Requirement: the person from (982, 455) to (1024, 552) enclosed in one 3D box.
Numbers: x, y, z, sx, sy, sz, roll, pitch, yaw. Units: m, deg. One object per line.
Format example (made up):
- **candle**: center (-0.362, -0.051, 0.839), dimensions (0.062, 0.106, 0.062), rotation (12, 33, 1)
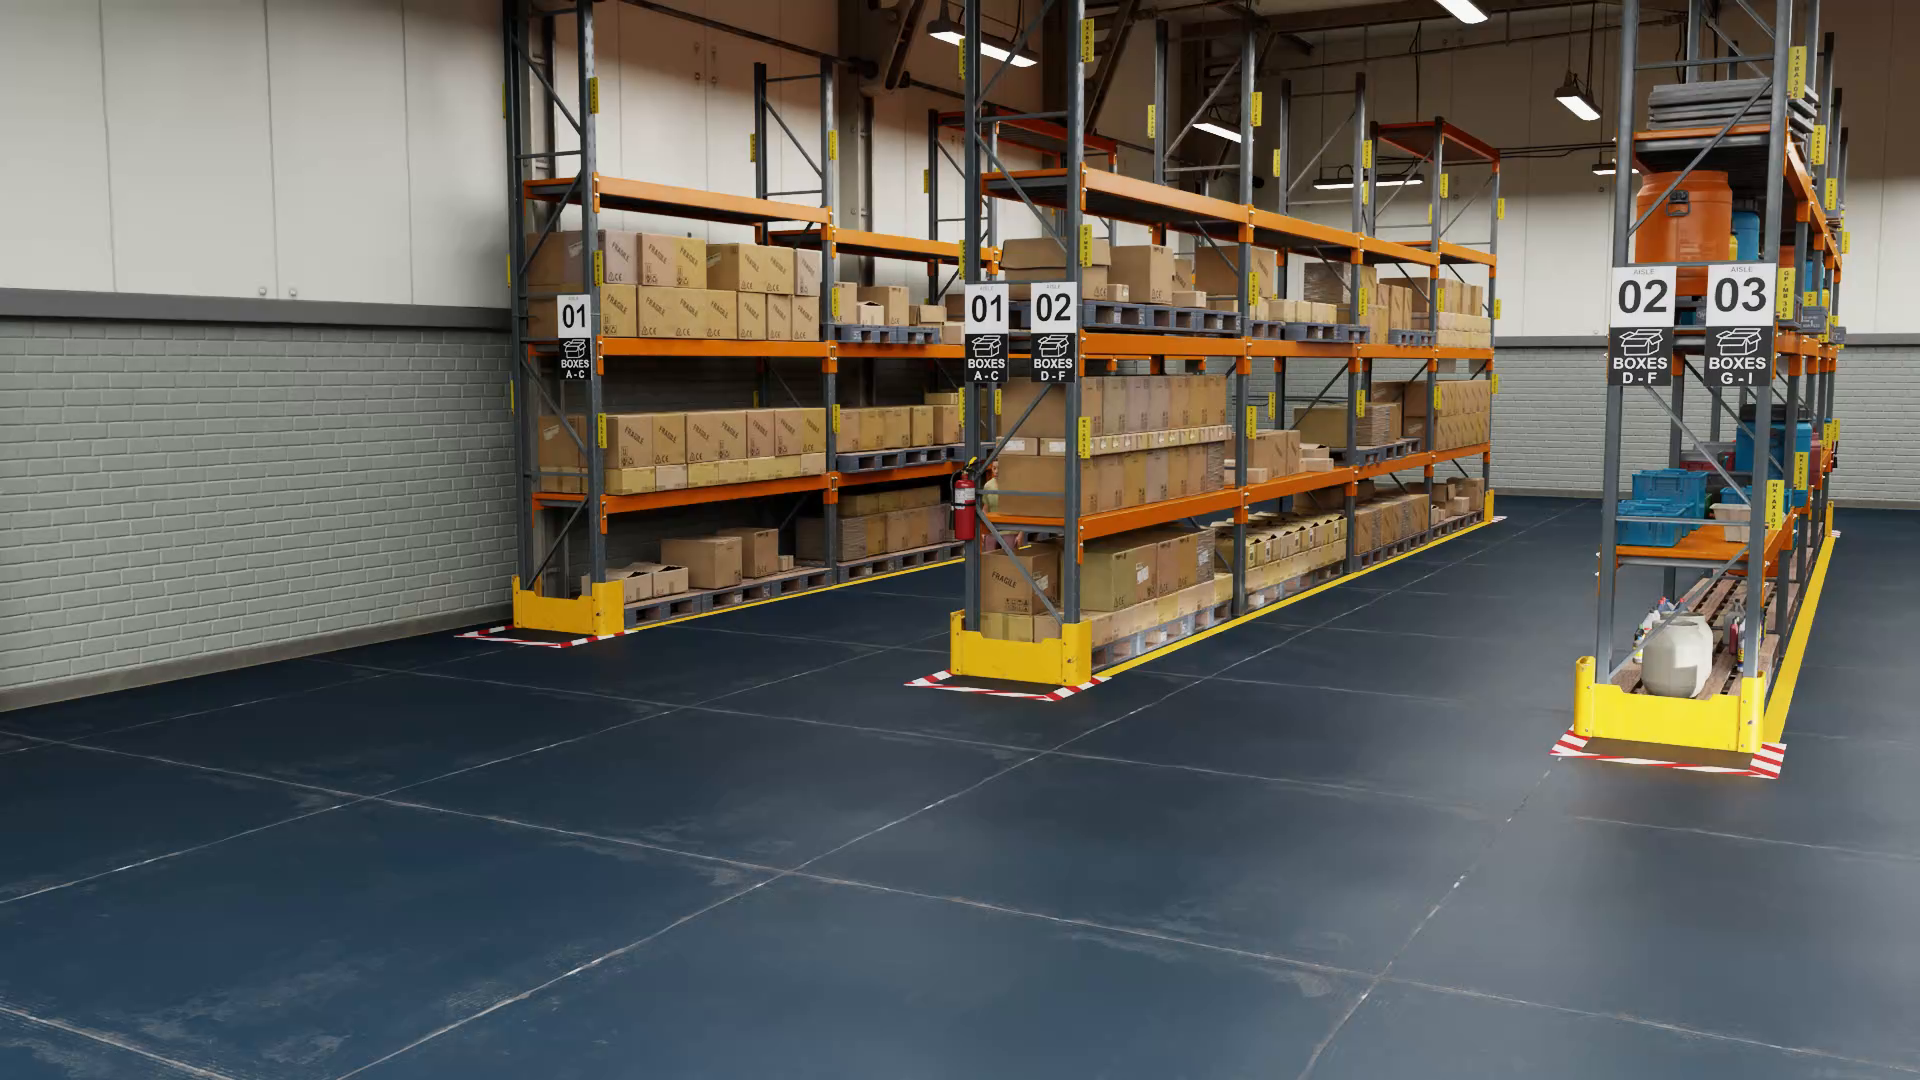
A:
- **person**: center (0.414, -0.035, 16.662), dimensions (0.496, 1.672, 0.362), rotation (3, 7, 27)
